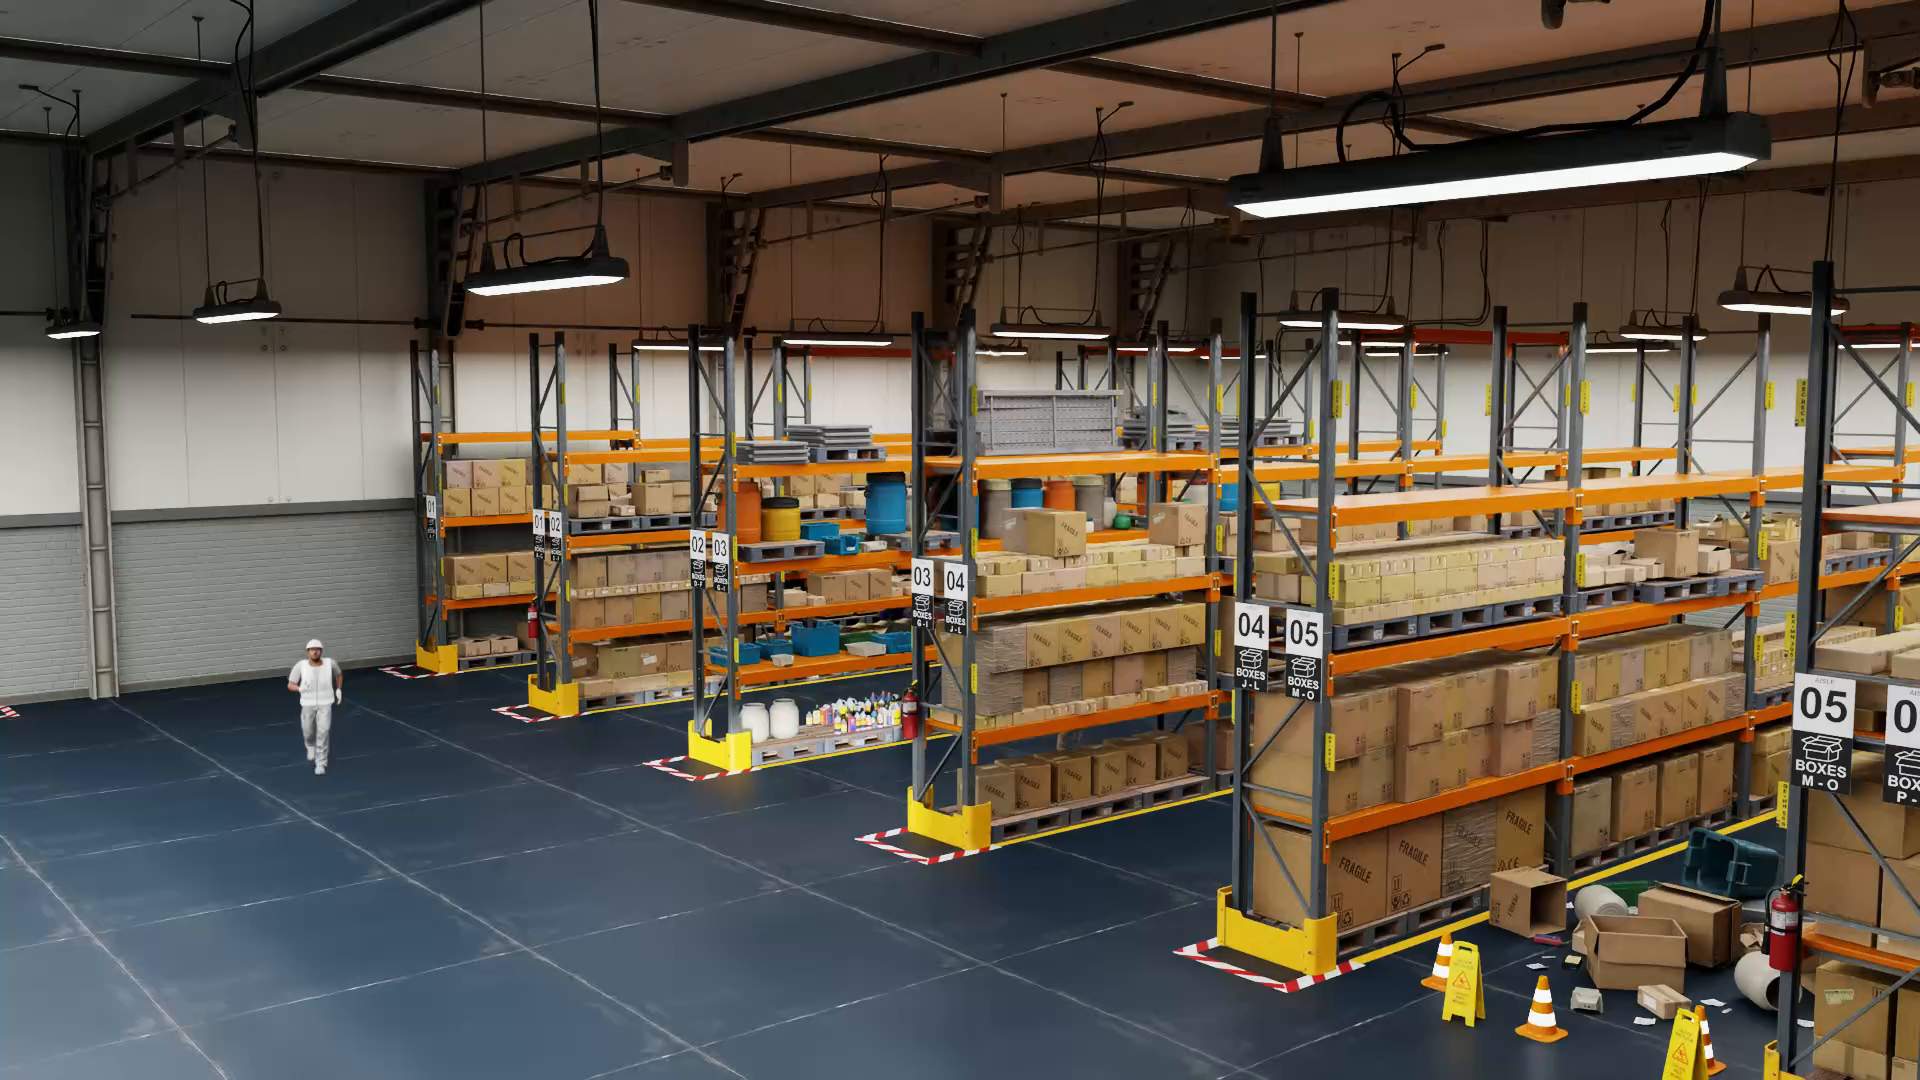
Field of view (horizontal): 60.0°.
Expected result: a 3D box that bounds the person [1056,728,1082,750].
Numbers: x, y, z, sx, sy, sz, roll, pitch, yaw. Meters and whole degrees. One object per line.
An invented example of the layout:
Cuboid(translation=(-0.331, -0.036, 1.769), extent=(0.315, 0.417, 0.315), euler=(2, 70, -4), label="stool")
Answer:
Cuboid(translation=(1.547, 2.184, 23.243), extent=(0.688, 1.713, 0.813), euler=(4, 6, 35), label="person")

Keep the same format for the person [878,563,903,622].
Cuboid(translation=(-1.309, 1.307, 32.890), extent=(0.593, 1.705, 0.796), euler=(5, 7, 43), label="person")

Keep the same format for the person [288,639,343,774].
Cuboid(translation=(-8.638, 2.204, 22.313), extent=(0.696, 1.765, 0.896), euler=(-2, 6, -22), label="person")
